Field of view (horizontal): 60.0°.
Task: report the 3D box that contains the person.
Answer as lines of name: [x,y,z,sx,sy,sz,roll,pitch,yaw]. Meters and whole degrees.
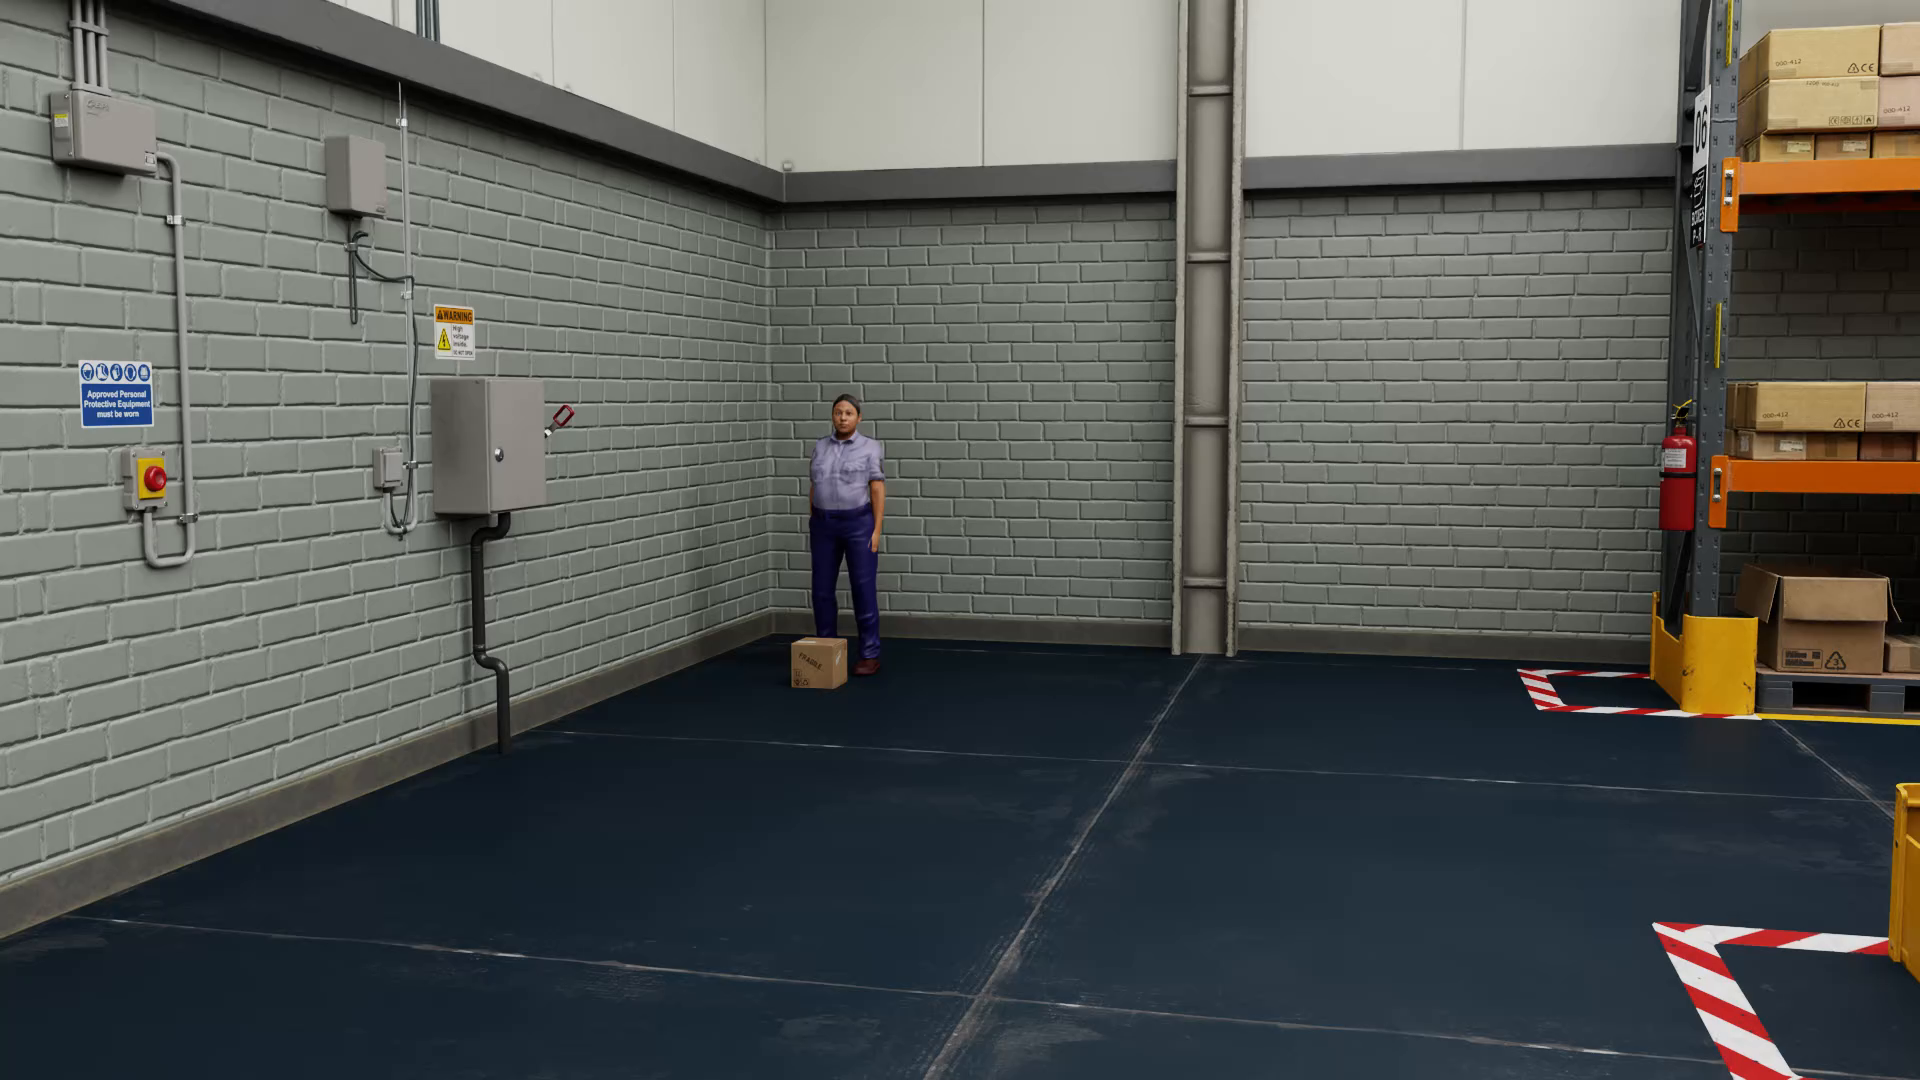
person: [-0.673,-0.037,9.810,0.466,1.646,0.343,1,5,15]
